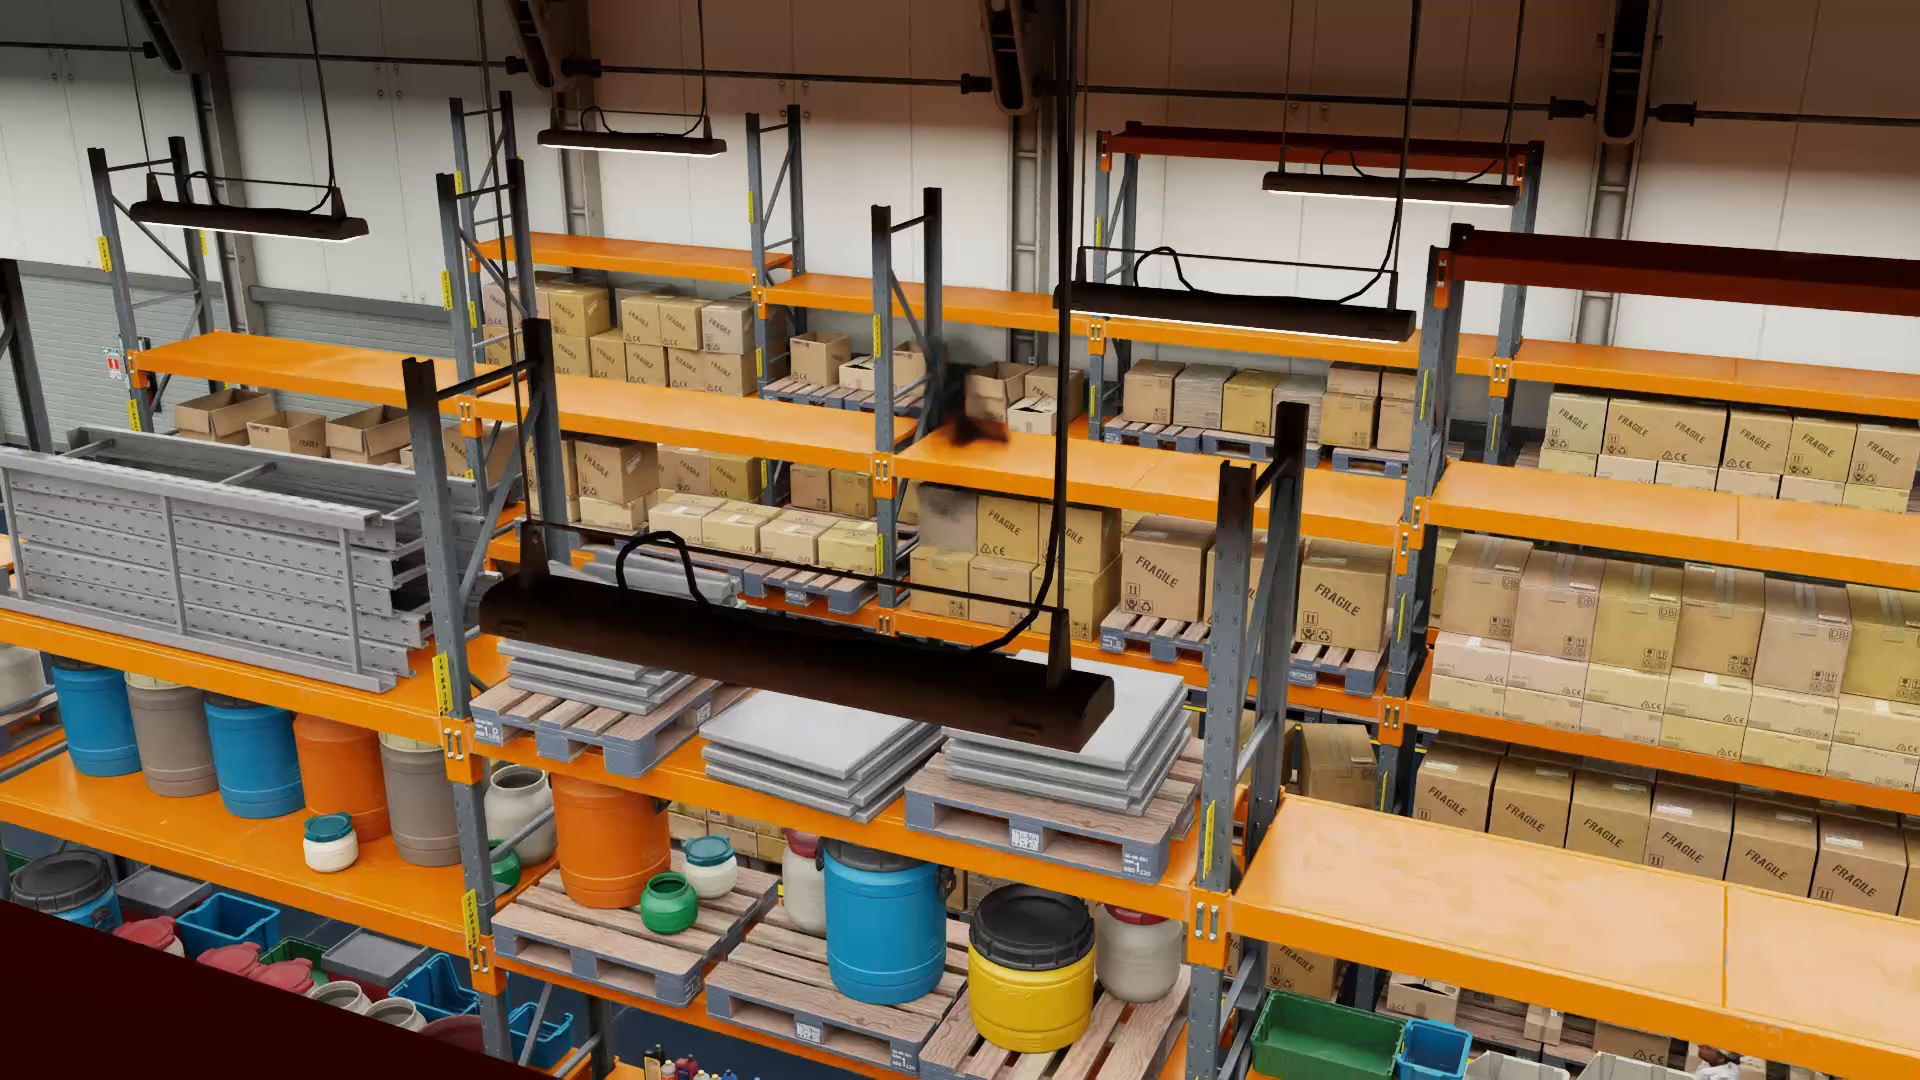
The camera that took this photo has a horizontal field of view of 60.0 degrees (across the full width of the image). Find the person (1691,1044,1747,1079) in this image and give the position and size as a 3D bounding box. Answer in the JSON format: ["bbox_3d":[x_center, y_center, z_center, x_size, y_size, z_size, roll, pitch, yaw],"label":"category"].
[{"bbox_3d":[4.694,3.745,10.375,0.544,1.675,0.587,8,22,20],"label":"person"}]
